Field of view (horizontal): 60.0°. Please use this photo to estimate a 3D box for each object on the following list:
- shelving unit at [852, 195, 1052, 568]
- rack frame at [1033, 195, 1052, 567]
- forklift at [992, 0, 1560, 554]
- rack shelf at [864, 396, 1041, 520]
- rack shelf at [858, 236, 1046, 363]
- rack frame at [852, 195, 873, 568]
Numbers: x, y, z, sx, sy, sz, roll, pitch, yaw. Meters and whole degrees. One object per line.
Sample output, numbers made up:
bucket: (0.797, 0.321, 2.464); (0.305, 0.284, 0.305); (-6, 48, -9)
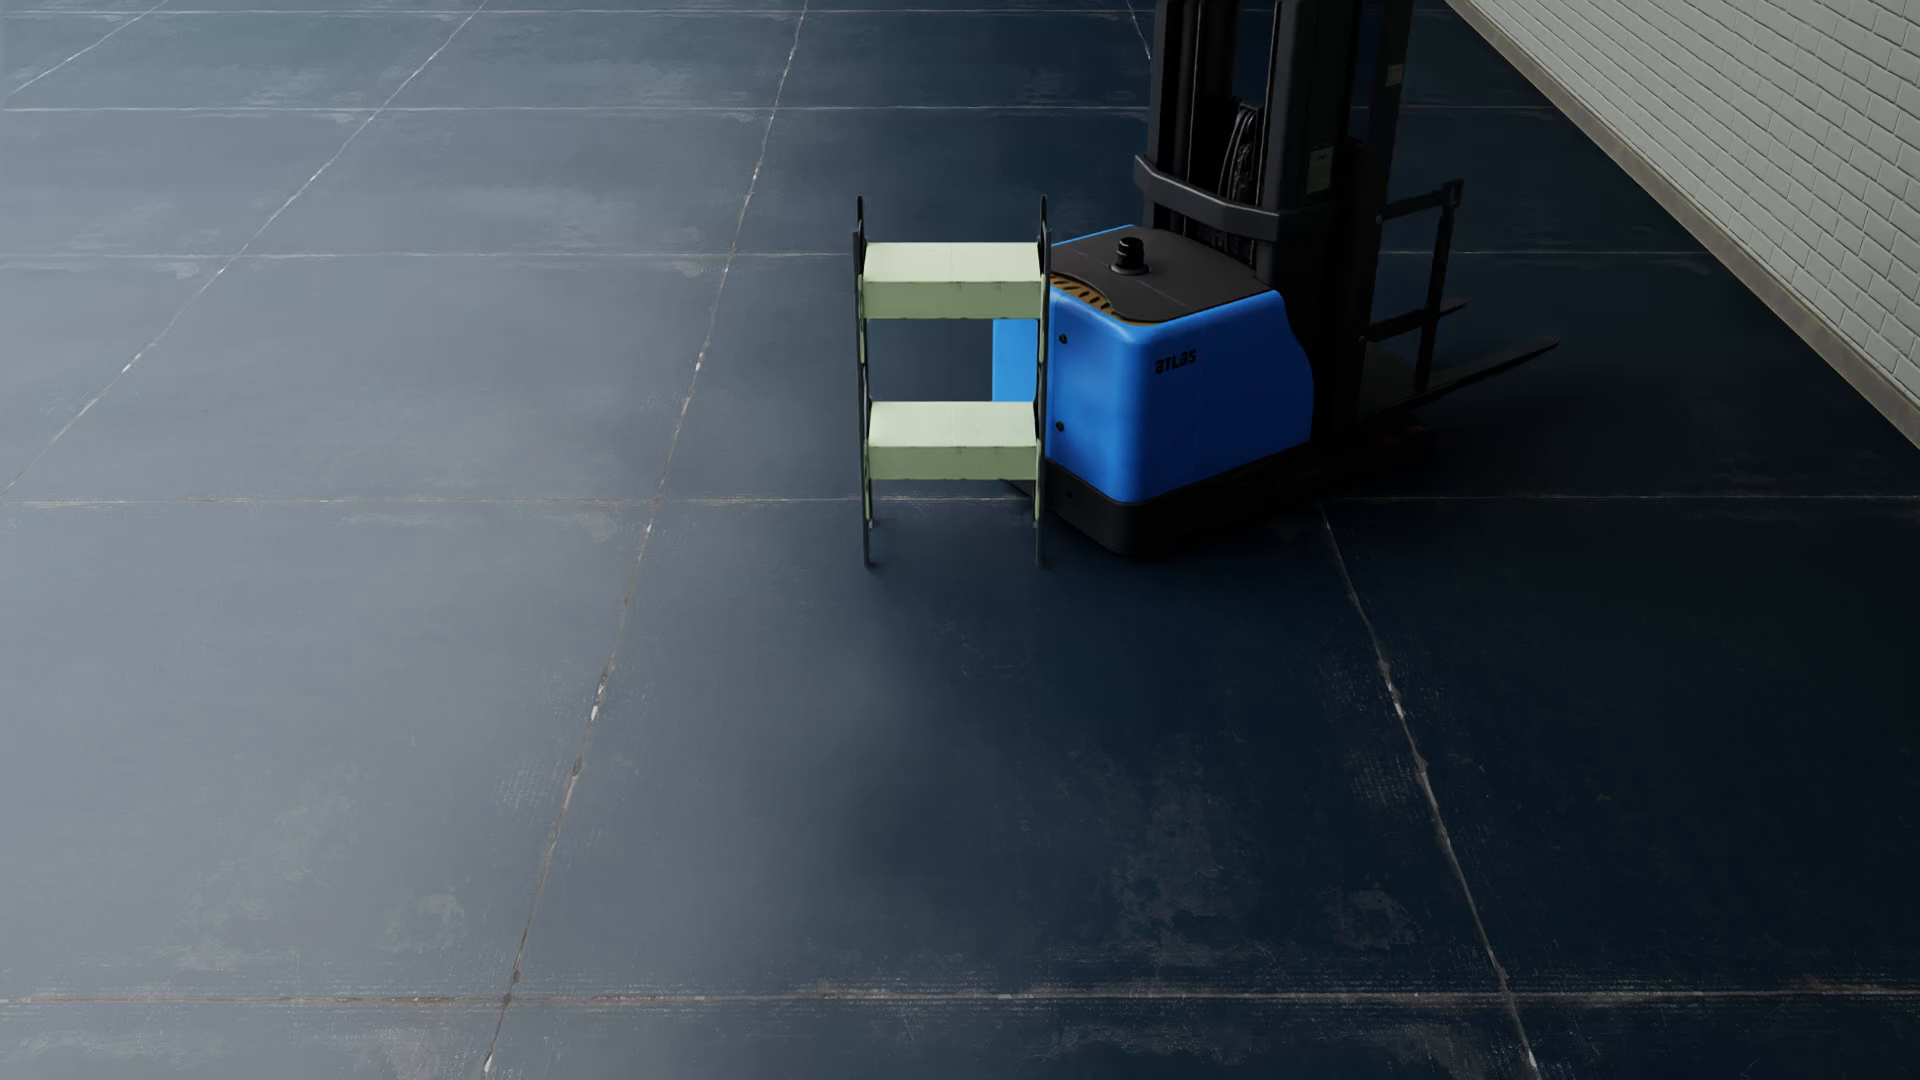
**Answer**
shelving unit: (-0.031, -0.628, 6.840); (0.755, 1.500, 0.431); (0, 31, 0)
rack frame: (0.335, -0.629, 6.841); (0.023, 1.500, 0.400); (0, 31, 0)
forklift: (1.635, -1.779, 7.356); (3.031, 2.935, 1.130); (-20, 36, -29)
rack shelf: (-0.031, -0.350, 7.009); (0.720, 0.370, 0.431); (0, 31, 0)
rack shelf: (-0.031, -0.962, 6.638); (0.720, 0.370, 0.431); (0, 31, 0)
rack frame: (-0.397, -0.628, 6.839); (0.023, 1.500, 0.400); (0, 31, 0)
